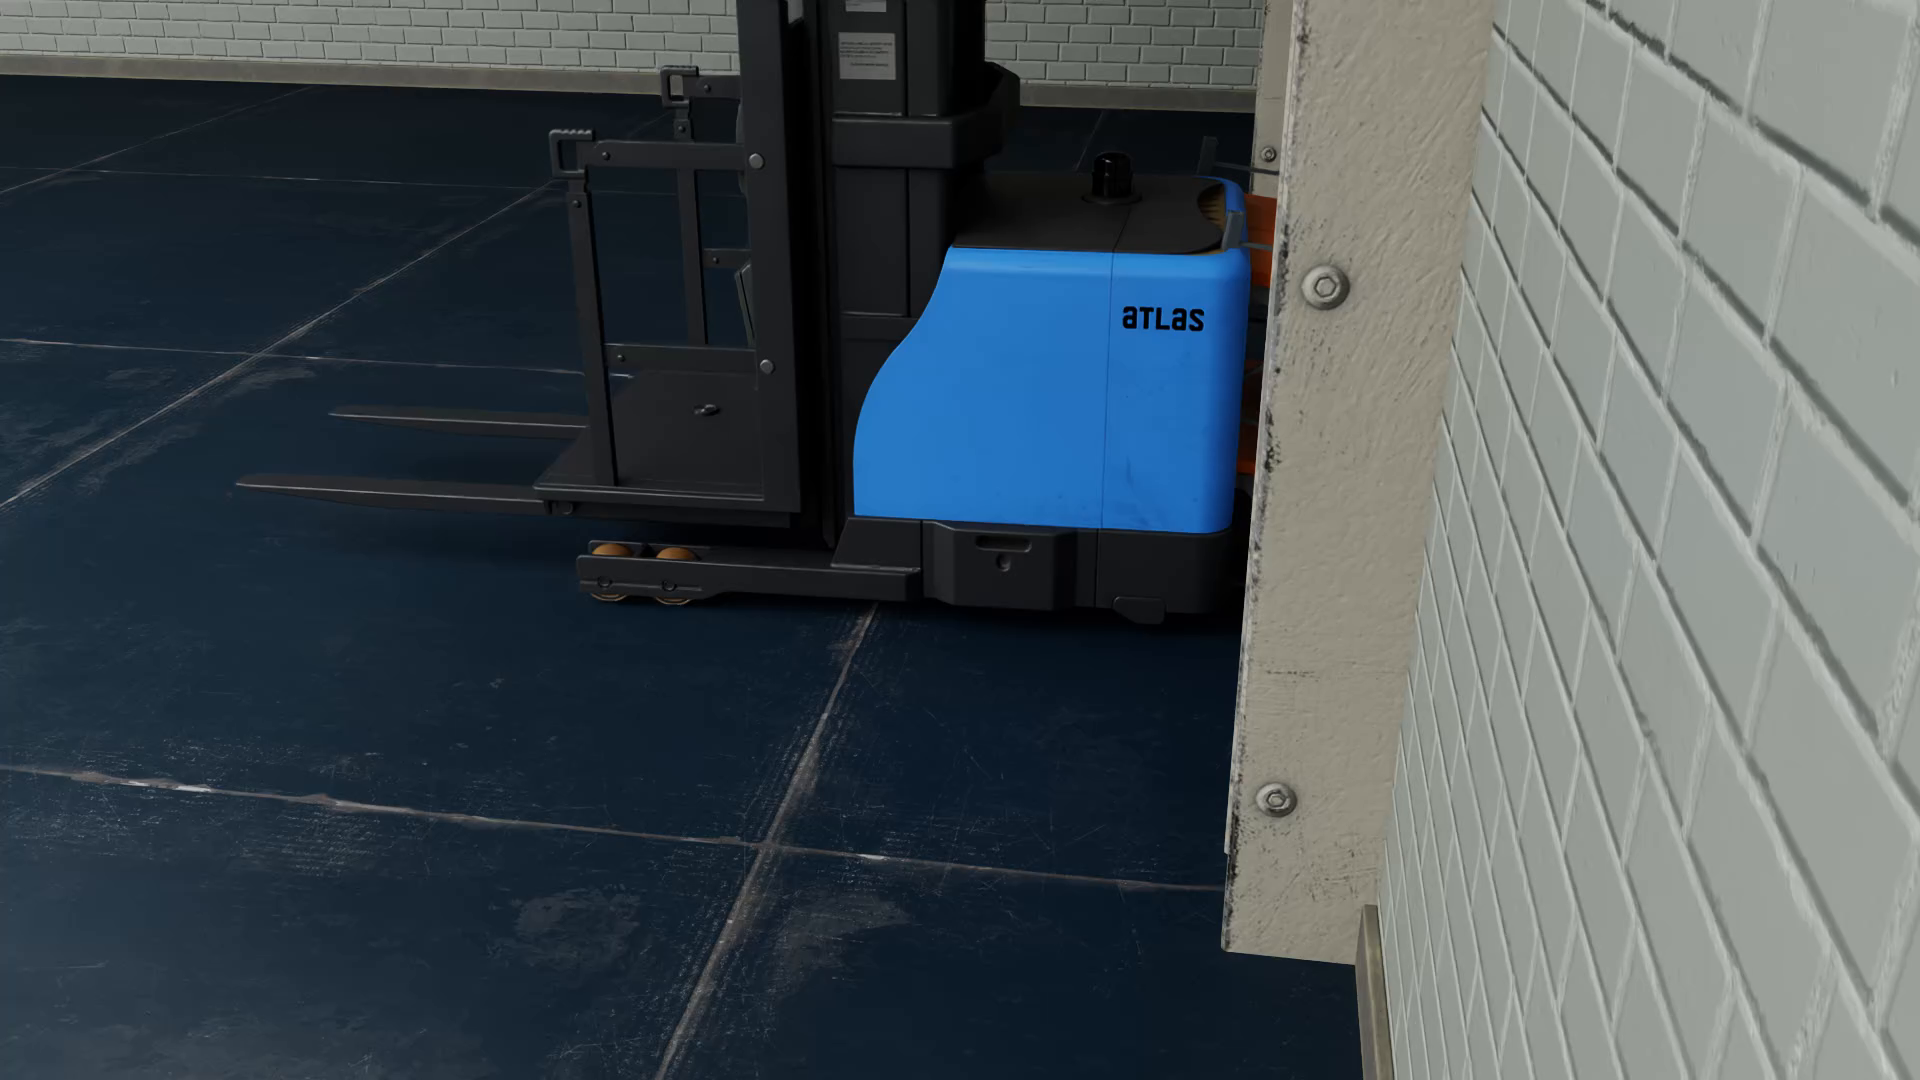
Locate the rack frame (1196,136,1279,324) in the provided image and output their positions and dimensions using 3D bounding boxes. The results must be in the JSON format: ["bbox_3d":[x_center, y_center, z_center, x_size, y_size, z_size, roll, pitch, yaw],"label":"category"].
[{"bbox_3d":[0.938,-0.727,5.476,0.500,1.125,0.032,9,25,0],"label":"rack frame"}]

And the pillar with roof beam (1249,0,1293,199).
[{"bbox_3d":[-2.542,-6.107,7.682,9.100,9.000,0.400,4,25,9],"label":"pillar with roof beam"}]

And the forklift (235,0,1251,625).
[{"bbox_3d":[-0.679,-1.354,4.685,3.031,2.935,1.130,3,25,7],"label":"forklift"}]

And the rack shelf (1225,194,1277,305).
[{"bbox_3d":[0.943,-0.781,4.892,0.538,0.278,1.000,9,25,0],"label":"rack shelf"}]

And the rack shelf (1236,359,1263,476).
[{"bbox_3d":[0.868,-0.299,5.116,0.538,0.278,1.000,9,25,0],"label":"rack shelf"}]

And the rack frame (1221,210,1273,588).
[{"bbox_3d":[0.866,-0.310,4.552,0.500,1.125,0.032,9,25,0],"label":"rack frame"}]

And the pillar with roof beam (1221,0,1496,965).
[{"bbox_3d":[-3.522,-3.598,2.321,9.100,9.000,0.400,4,25,9],"label":"pillar with roof beam"}]

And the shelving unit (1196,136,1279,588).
[{"bbox_3d":[0.902,-0.518,5.014,0.538,1.125,1.048,9,25,0],"label":"shelving unit"}]
